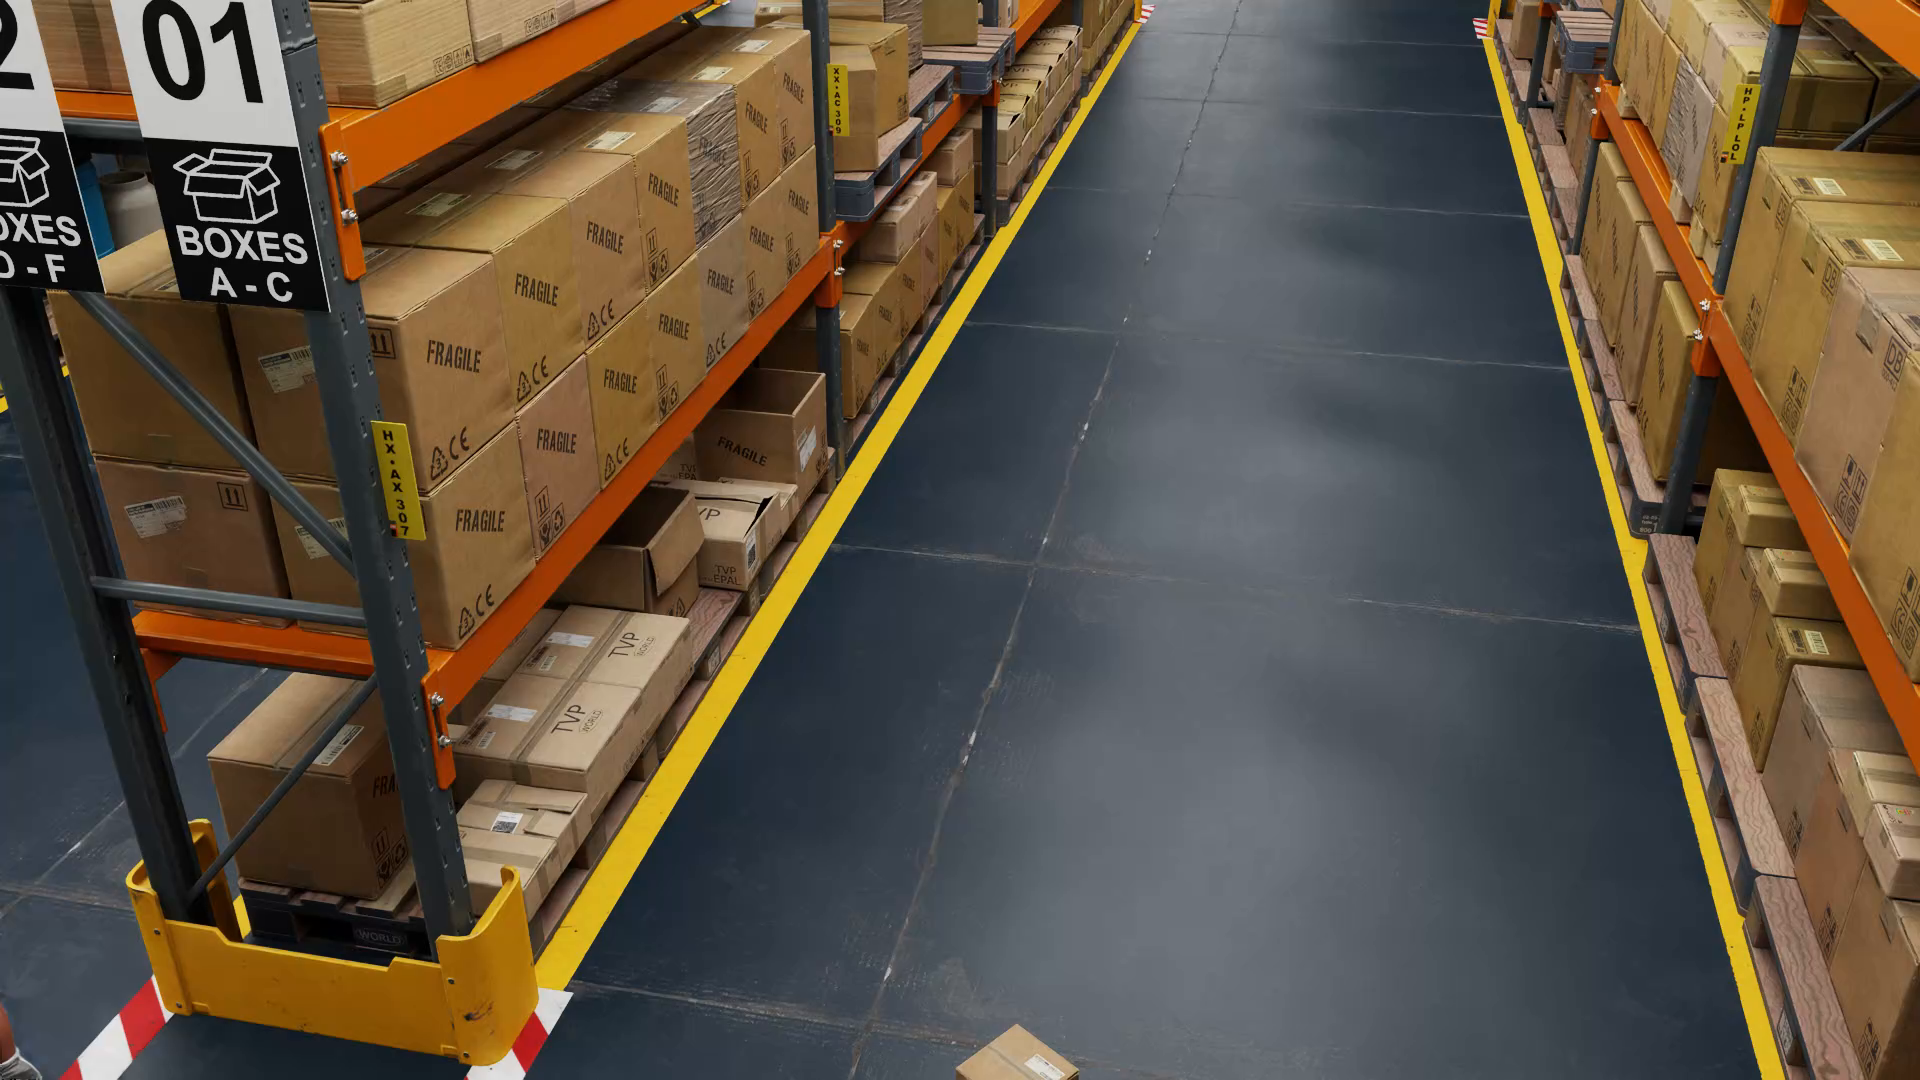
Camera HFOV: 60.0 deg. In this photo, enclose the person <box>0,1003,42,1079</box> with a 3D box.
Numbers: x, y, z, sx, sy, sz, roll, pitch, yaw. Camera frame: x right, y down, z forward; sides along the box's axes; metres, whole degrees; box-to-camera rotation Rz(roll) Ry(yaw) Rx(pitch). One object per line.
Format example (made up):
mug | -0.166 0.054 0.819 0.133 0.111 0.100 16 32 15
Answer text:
person | -2.336 1.325 3.674 0.983 1.753 0.580 1 29 1
